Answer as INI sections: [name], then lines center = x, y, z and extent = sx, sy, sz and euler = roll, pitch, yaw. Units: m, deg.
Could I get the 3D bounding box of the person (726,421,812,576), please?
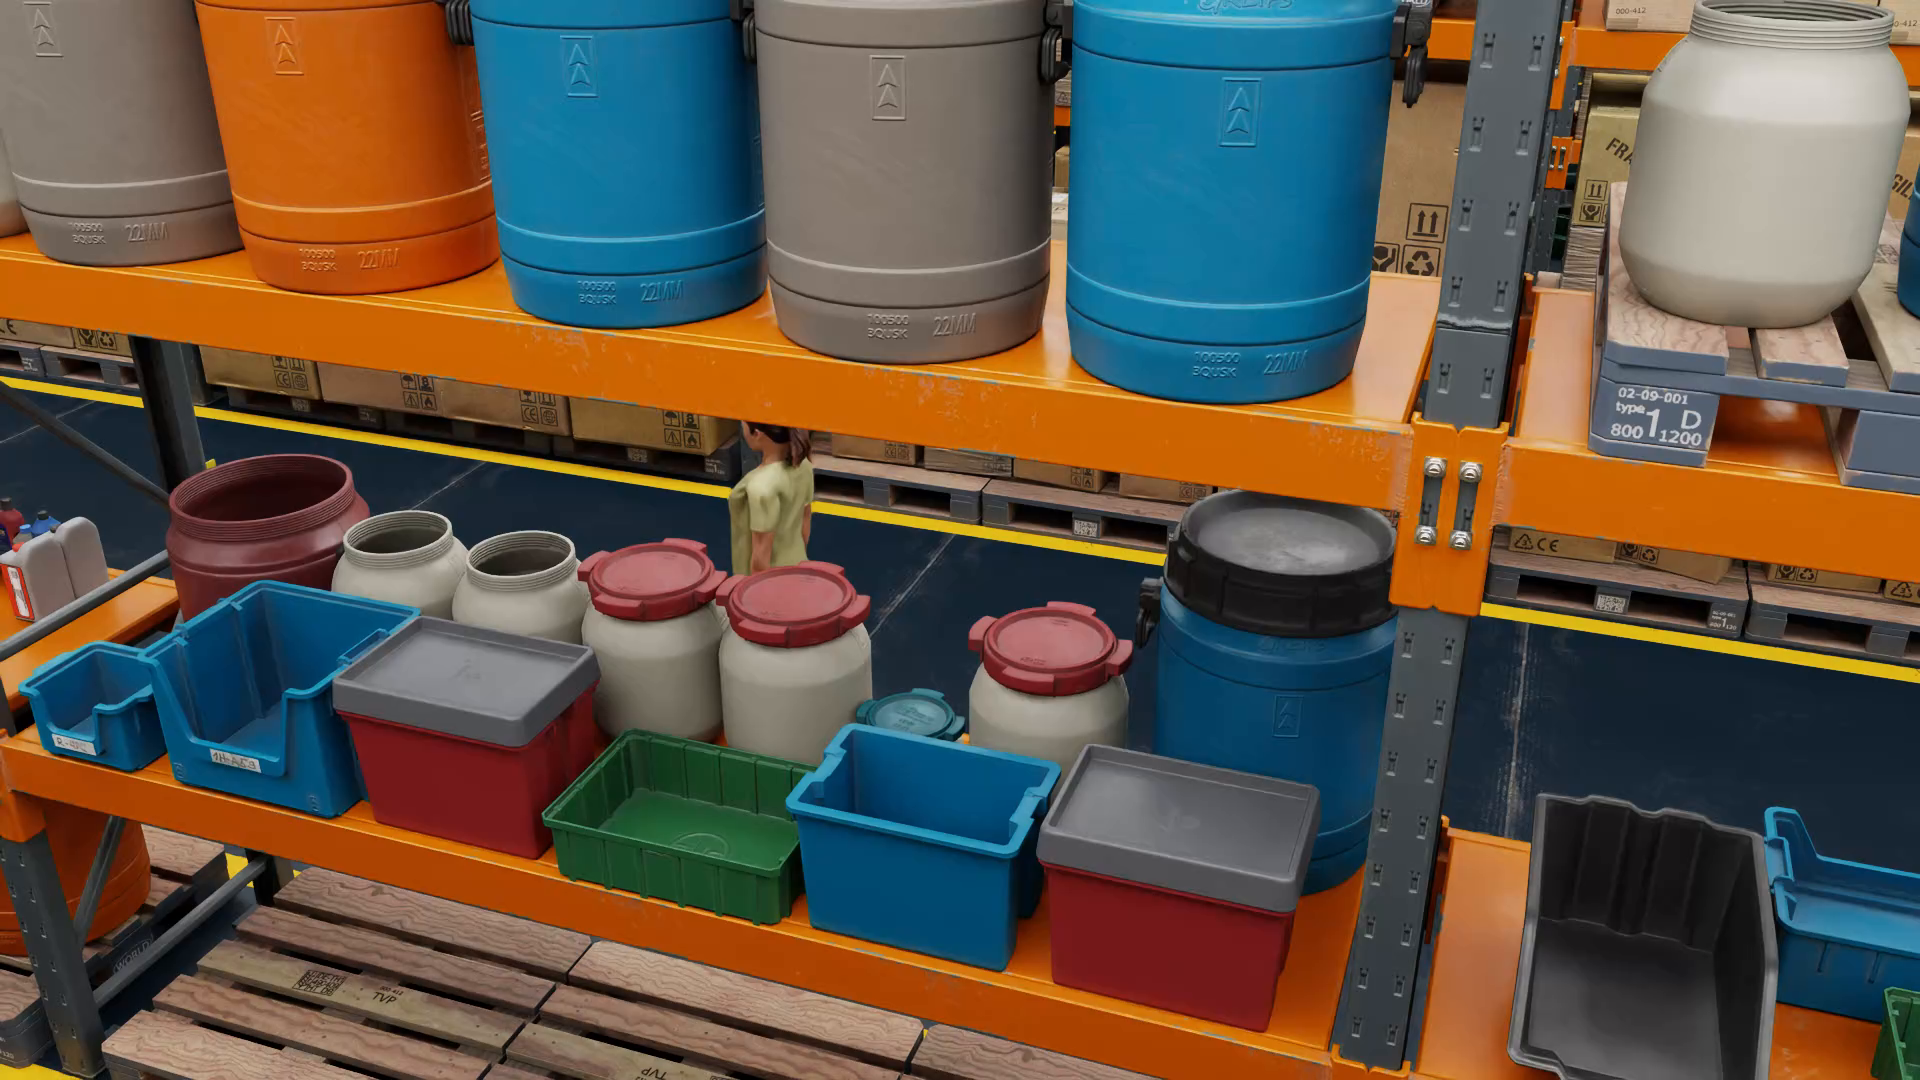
[person]
center = -0.754, 0.201, 6.698
extent = 0.380, 1.680, 0.443
euler = 9, 27, 19
